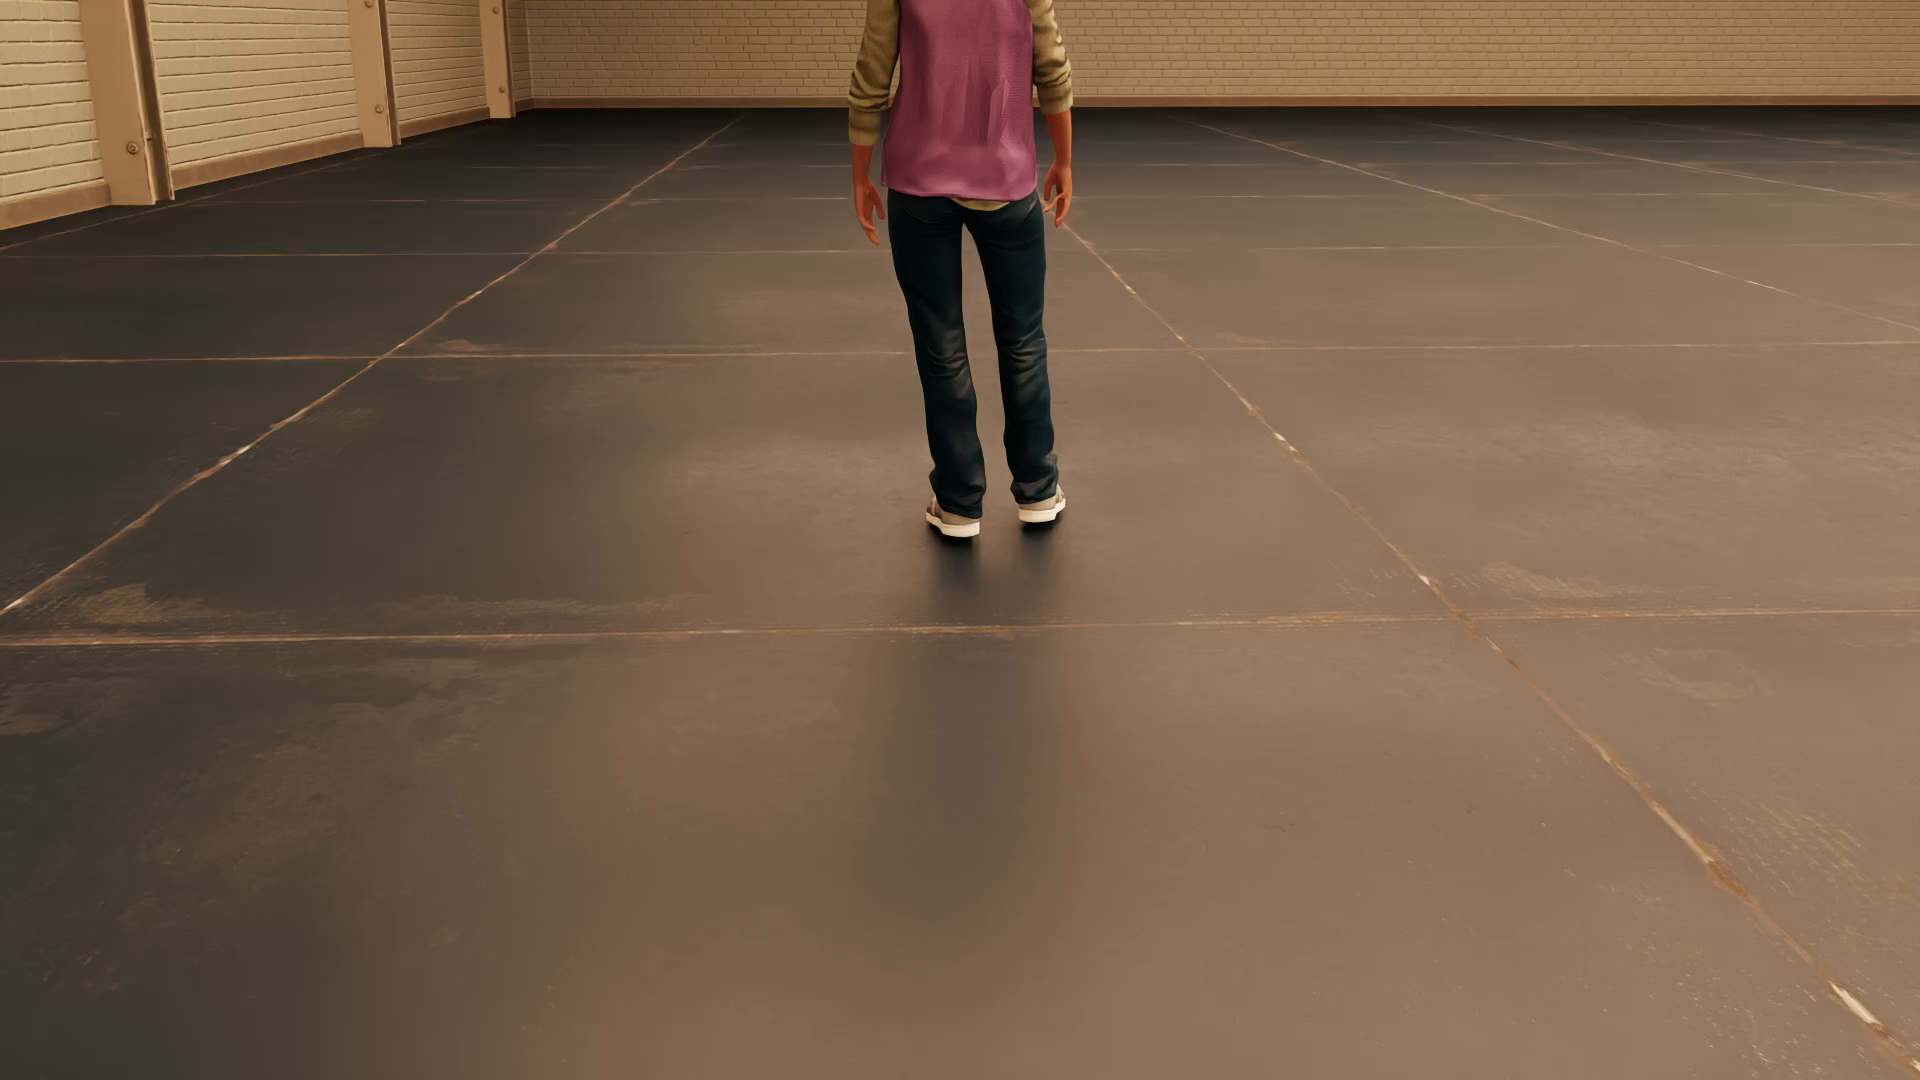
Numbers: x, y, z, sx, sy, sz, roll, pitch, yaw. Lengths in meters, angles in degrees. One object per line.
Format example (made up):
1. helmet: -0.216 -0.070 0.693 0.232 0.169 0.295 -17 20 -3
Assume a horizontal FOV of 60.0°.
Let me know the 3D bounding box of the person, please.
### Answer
1. person: 0.010 -0.792 3.753 0.520 1.597 0.476 -1 17 -3
